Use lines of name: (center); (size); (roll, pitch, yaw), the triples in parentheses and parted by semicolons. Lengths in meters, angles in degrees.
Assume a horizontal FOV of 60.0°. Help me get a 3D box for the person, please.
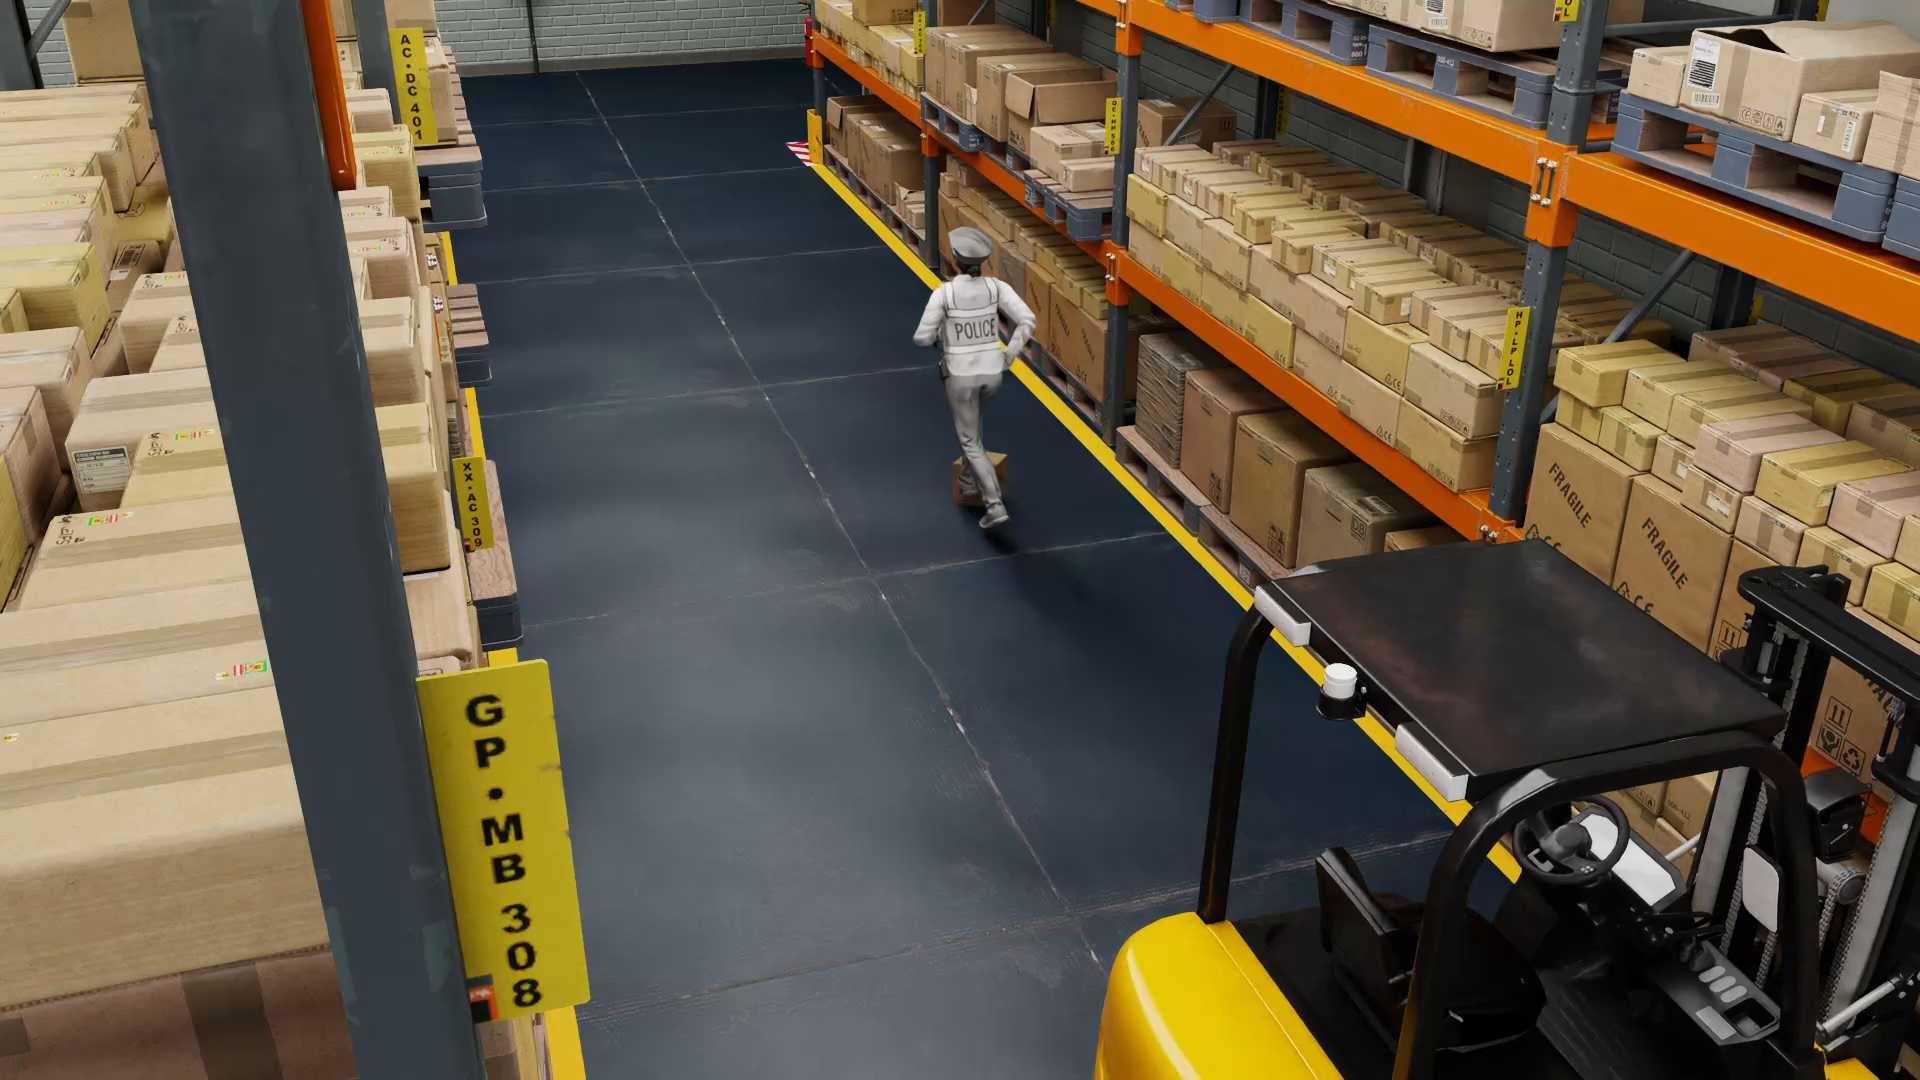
person: (0.095, -0.860, 9.328); (0.626, 1.727, 0.814); (-13, 29, -25)
